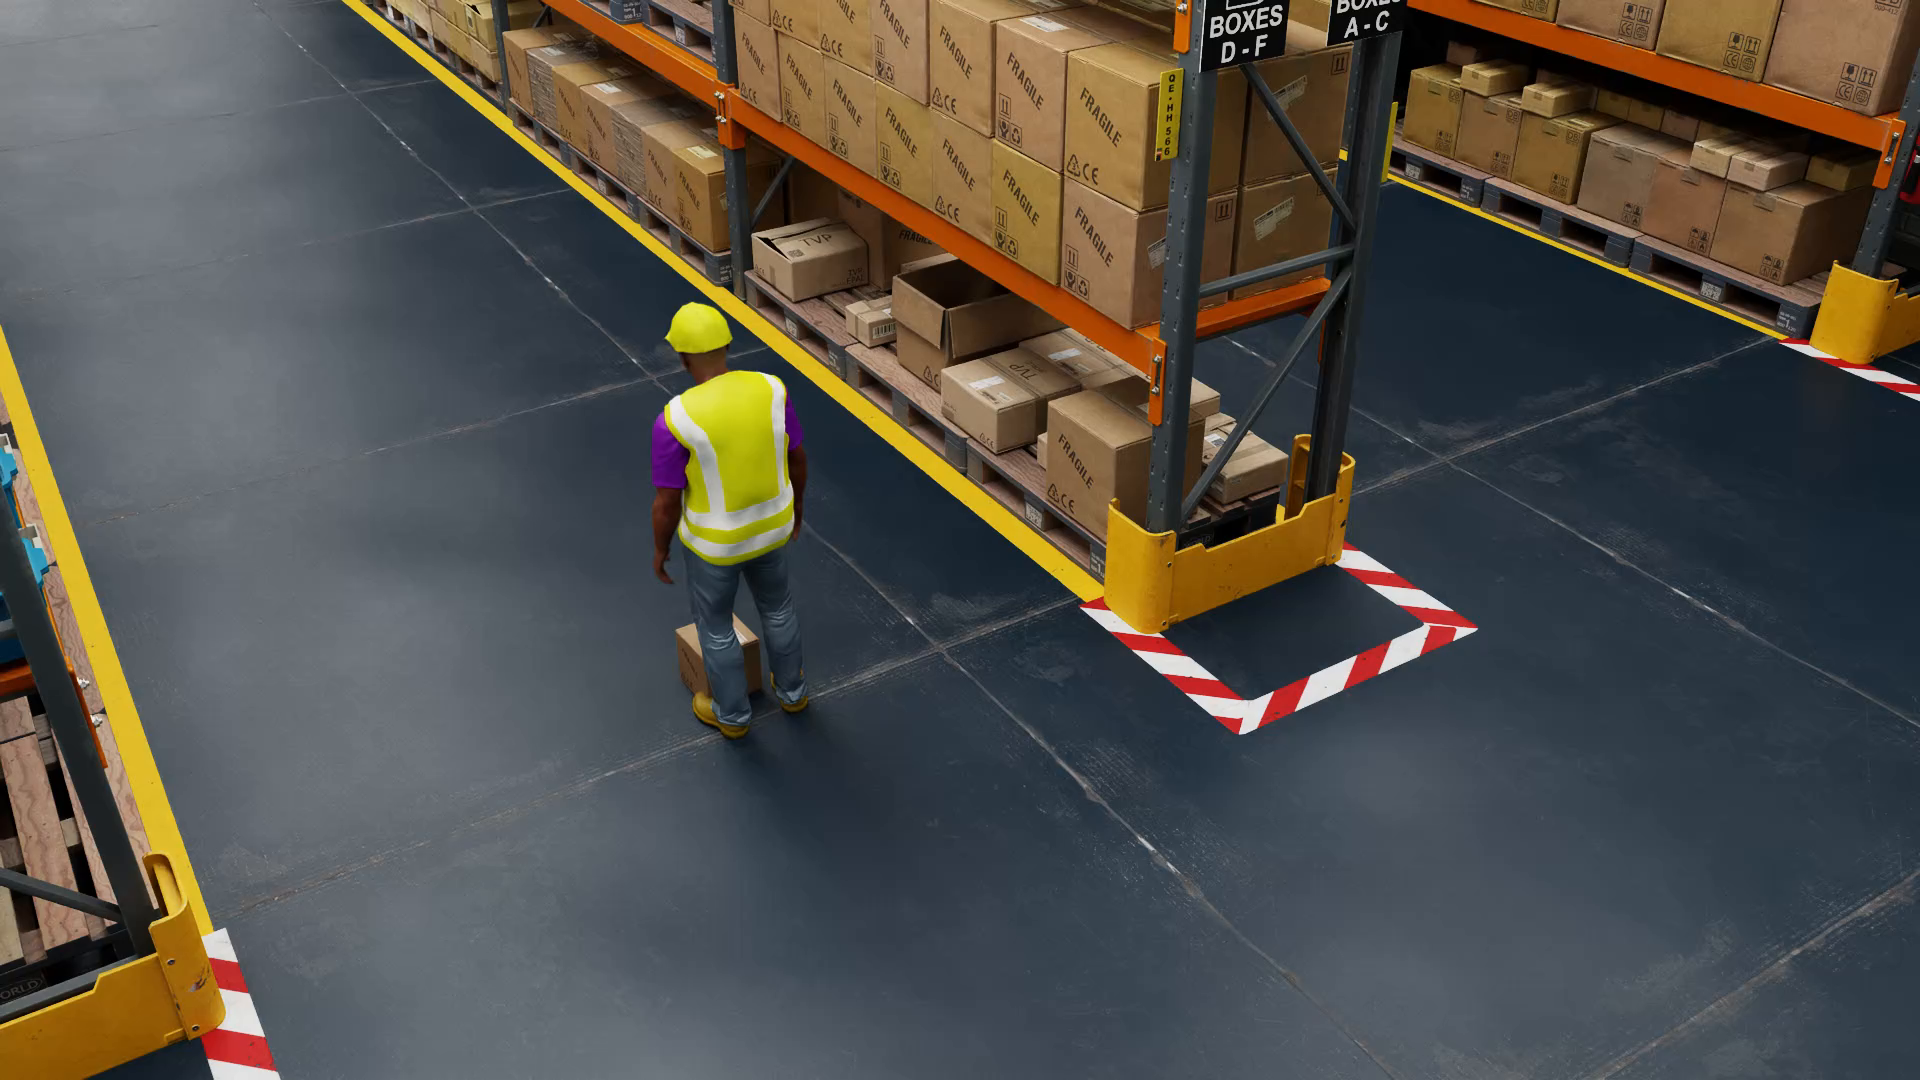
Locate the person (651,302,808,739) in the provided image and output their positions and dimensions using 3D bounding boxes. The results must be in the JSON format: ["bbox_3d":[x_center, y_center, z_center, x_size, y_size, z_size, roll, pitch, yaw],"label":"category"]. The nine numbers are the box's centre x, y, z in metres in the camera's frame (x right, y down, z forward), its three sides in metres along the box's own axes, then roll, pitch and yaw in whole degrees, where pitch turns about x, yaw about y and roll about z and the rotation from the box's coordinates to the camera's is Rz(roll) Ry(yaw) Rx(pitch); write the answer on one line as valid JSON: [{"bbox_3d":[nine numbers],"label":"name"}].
[{"bbox_3d":[-0.854,-0.053,6.204,0.637,1.761,0.460,-20,38,-29],"label":"person"}]
